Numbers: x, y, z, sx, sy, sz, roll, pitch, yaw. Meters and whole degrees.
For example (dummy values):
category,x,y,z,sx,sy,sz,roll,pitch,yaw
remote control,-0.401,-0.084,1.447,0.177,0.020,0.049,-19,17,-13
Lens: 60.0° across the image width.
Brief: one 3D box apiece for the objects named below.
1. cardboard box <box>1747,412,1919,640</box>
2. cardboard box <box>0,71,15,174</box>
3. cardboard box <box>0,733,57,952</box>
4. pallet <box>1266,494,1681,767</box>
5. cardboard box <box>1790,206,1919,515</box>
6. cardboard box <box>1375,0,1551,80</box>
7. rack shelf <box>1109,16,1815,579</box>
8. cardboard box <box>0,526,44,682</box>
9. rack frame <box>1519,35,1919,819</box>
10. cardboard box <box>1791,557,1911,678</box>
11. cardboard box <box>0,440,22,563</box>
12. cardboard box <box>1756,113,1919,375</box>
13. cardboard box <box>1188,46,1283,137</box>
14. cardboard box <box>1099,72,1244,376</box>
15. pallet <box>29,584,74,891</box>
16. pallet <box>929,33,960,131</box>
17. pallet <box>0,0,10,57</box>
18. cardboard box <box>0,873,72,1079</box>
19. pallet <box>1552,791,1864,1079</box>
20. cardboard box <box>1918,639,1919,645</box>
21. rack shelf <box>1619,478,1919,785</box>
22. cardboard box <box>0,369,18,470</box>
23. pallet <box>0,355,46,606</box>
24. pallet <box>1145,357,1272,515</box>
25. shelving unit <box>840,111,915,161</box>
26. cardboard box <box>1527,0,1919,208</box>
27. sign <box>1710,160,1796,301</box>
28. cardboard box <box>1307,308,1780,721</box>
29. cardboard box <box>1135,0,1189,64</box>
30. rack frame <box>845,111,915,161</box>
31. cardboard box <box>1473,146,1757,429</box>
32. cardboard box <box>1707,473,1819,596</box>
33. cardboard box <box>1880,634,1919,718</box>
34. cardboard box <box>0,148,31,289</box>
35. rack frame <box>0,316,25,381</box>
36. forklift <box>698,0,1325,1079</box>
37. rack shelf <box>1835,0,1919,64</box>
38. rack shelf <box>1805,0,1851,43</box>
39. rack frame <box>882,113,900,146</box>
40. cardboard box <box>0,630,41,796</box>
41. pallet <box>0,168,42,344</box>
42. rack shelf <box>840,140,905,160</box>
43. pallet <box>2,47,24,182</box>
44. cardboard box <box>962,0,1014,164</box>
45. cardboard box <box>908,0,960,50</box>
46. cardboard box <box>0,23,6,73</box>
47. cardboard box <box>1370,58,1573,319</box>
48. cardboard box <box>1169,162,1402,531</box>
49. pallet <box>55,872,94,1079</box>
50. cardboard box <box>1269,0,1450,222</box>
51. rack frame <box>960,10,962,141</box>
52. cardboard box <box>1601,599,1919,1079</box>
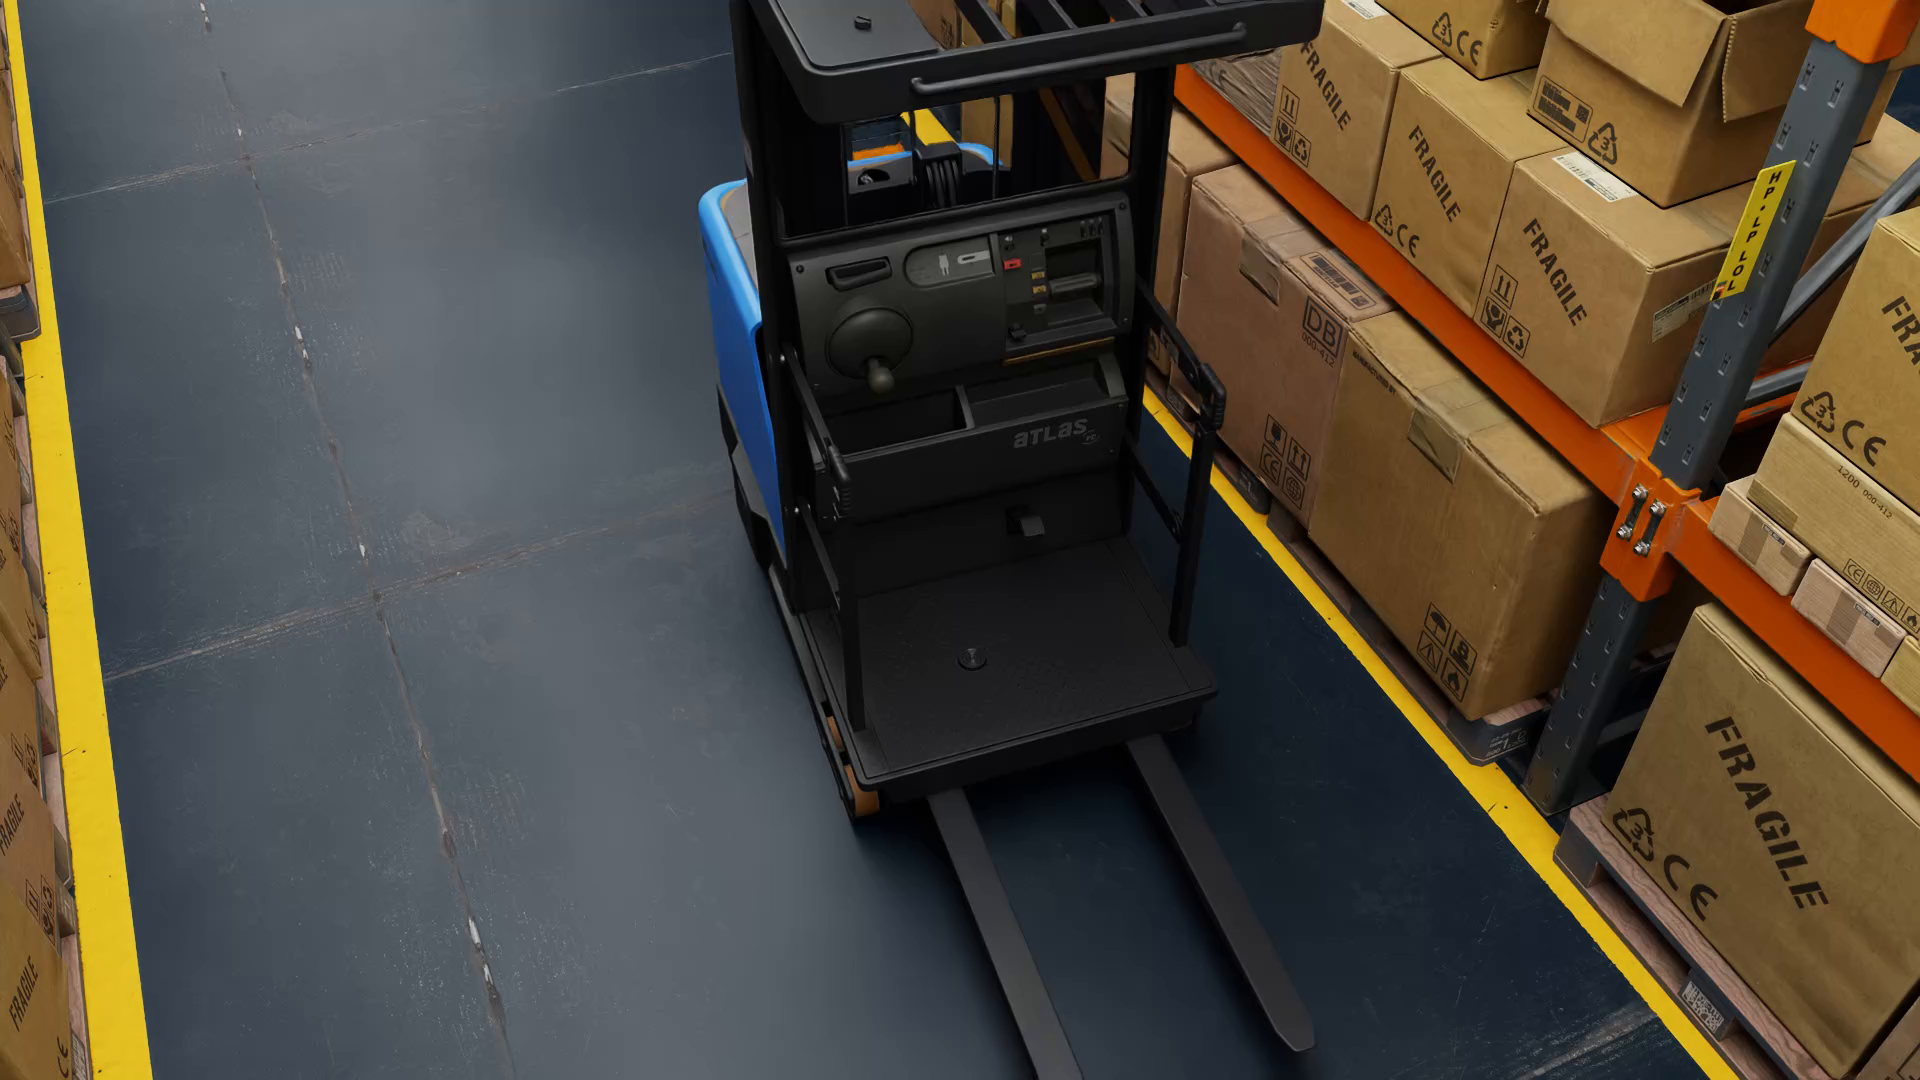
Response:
category,x,y,z,sx,sy,sz,roll,pitch,yaw
cardboard box,2.118,-0.106,3.617,0.500,0.250,0.500,-19,48,-18
cardboard box,-4.611,-1.898,6.841,1.050,0.750,0.750,-17,47,-17
cardboard box,-2.678,0.825,4.259,0.500,0.500,0.500,-16,47,-16
pallet,1.766,0.093,5.506,1.003,0.211,1.213,-18,47,-17
cardboard box,2.128,-0.369,3.349,0.500,0.500,0.500,-18,47,-17
cardboard box,1.604,-1.668,4.520,0.797,0.503,0.637,-18,47,-17
rack shelf,1.318,-1.449,5.595,1.077,0.370,4.000,-18,47,-17
cardboard box,-3.100,0.168,4.925,0.500,0.500,0.500,-20,48,-19
rack frame,2.159,-0.430,4.050,1.000,3.000,0.127,-18,47,-17
cardboard box,2.092,0.113,3.678,0.380,0.149,0.250,-20,48,-19
cardboard box,-3.337,-0.164,5.262,0.500,0.500,0.500,-16,47,-16
cardboard box,2.192,-0.833,4.387,0.500,0.500,0.500,-18,47,-17
cardboard box,1.080,-1.652,5.218,0.500,0.500,0.500,-18,47,-17
cardboard box,1.116,-1.356,6.203,1.225,0.875,0.875,-18,47,-17
pallet,-3.230,0.688,4.902,1.003,0.211,1.213,-18,47,-17
pallet,0.149,-2.485,8.118,1.003,0.211,1.213,-18,47,-17
pallet,-5.355,-2.666,8.301,1.003,0.211,1.213,-18,47,-17
cardboard box,-2.454,1.161,3.918,0.500,0.500,0.500,-16,47,-16
pallet,2.407,1.070,4.515,1.003,0.211,1.213,-18,47,-17
cardboard box,2.323,0.212,3.294,0.500,0.250,0.500,-18,47,-18
rack shelf,2.999,1.100,3.011,1.077,0.370,4.000,-18,47,-17
cardboard box,-3.552,-0.496,5.598,0.500,0.500,0.500,-18,47,-18
pallet,-3.739,-0.088,5.689,1.003,0.211,1.213,-18,47,-17
pallet,1.249,-0.686,6.295,1.003,0.211,1.213,-18,47,-17
shelving unit,-0.294,-1.043,5.953,0.258,1.200,0.189,-13,46,-13
cardboard box,1.882,-1.228,4.073,0.797,0.503,0.637,-19,48,-18
sign,1.670,-0.648,3.503,0.100,0.325,0.005,-18,47,-17
cardboard box,1.871,-0.225,5.056,1.225,0.875,0.875,-18,47,-17
cardboard box,0.872,-1.971,5.541,0.500,0.500,0.500,-19,48,-18
rack frame,-0.264,-0.982,5.891,0.240,1.200,0.006,-13,46,-13
cardboard box,1.714,-0.683,4.236,0.500,0.500,0.500,-18,47,-17
cardboard box,1.981,-0.054,3.848,0.380,0.149,0.250,-18,47,-17
cardboard box,2.203,0.281,3.508,0.380,0.149,0.250,-17,47,-16
cardboard box,-4.240,-1.342,6.277,1.050,0.750,0.750,-19,48,-18
rack frame,-4.066,-1.579,5.214,1.000,3.000,0.127,-18,47,-17
forklift,0.090,-0.553,4.224,1.130,2.935,3.031,-13,46,-13
rack shelf,2.999,0.033,1.958,1.077,0.370,4.000,-18,47,-17
rack shelf,1.318,-2.516,4.541,1.077,0.370,4.000,-18,47,-17
rack frame,-0.323,-1.104,6.014,0.240,1.200,0.006,-13,46,-13
cardboard box,-2.911,0.495,4.594,0.500,0.500,0.500,-17,47,-17
pallet,-4.329,-1.111,6.726,1.003,0.211,1.213,-18,47,-17
rack shelf,-0.294,-1.268,5.731,0.258,0.103,0.180,-13,46,-13
pallet,-4.838,-1.887,7.512,1.003,0.211,1.213,-18,47,-17
cardboard box,0.748,-1.927,6.781,1.225,0.875,0.875,-20,48,-19
cardboard box,0.177,-2.667,7.784,0.700,0.500,0.500,-20,48,-19
cardboard box,-5.003,-2.492,7.442,1.050,0.750,0.750,-18,47,-17
cardboard box,1.512,-1.001,4.557,0.500,0.500,0.500,-17,47,-16
cardboard box,1.495,-0.795,5.633,1.225,0.875,0.875,-20,48,-19
pallet,-2.713,1.467,4.113,1.003,0.211,1.213,-18,47,-17
cardboard box,1.286,-1.331,4.893,0.500,0.500,0.500,-19,48,-18
rack frame,0.477,-2.979,6.634,1.000,3.000,0.127,-18,47,-17
cardboard box,2.363,0.621,4.199,0.875,0.875,0.875,-18,47,-17
